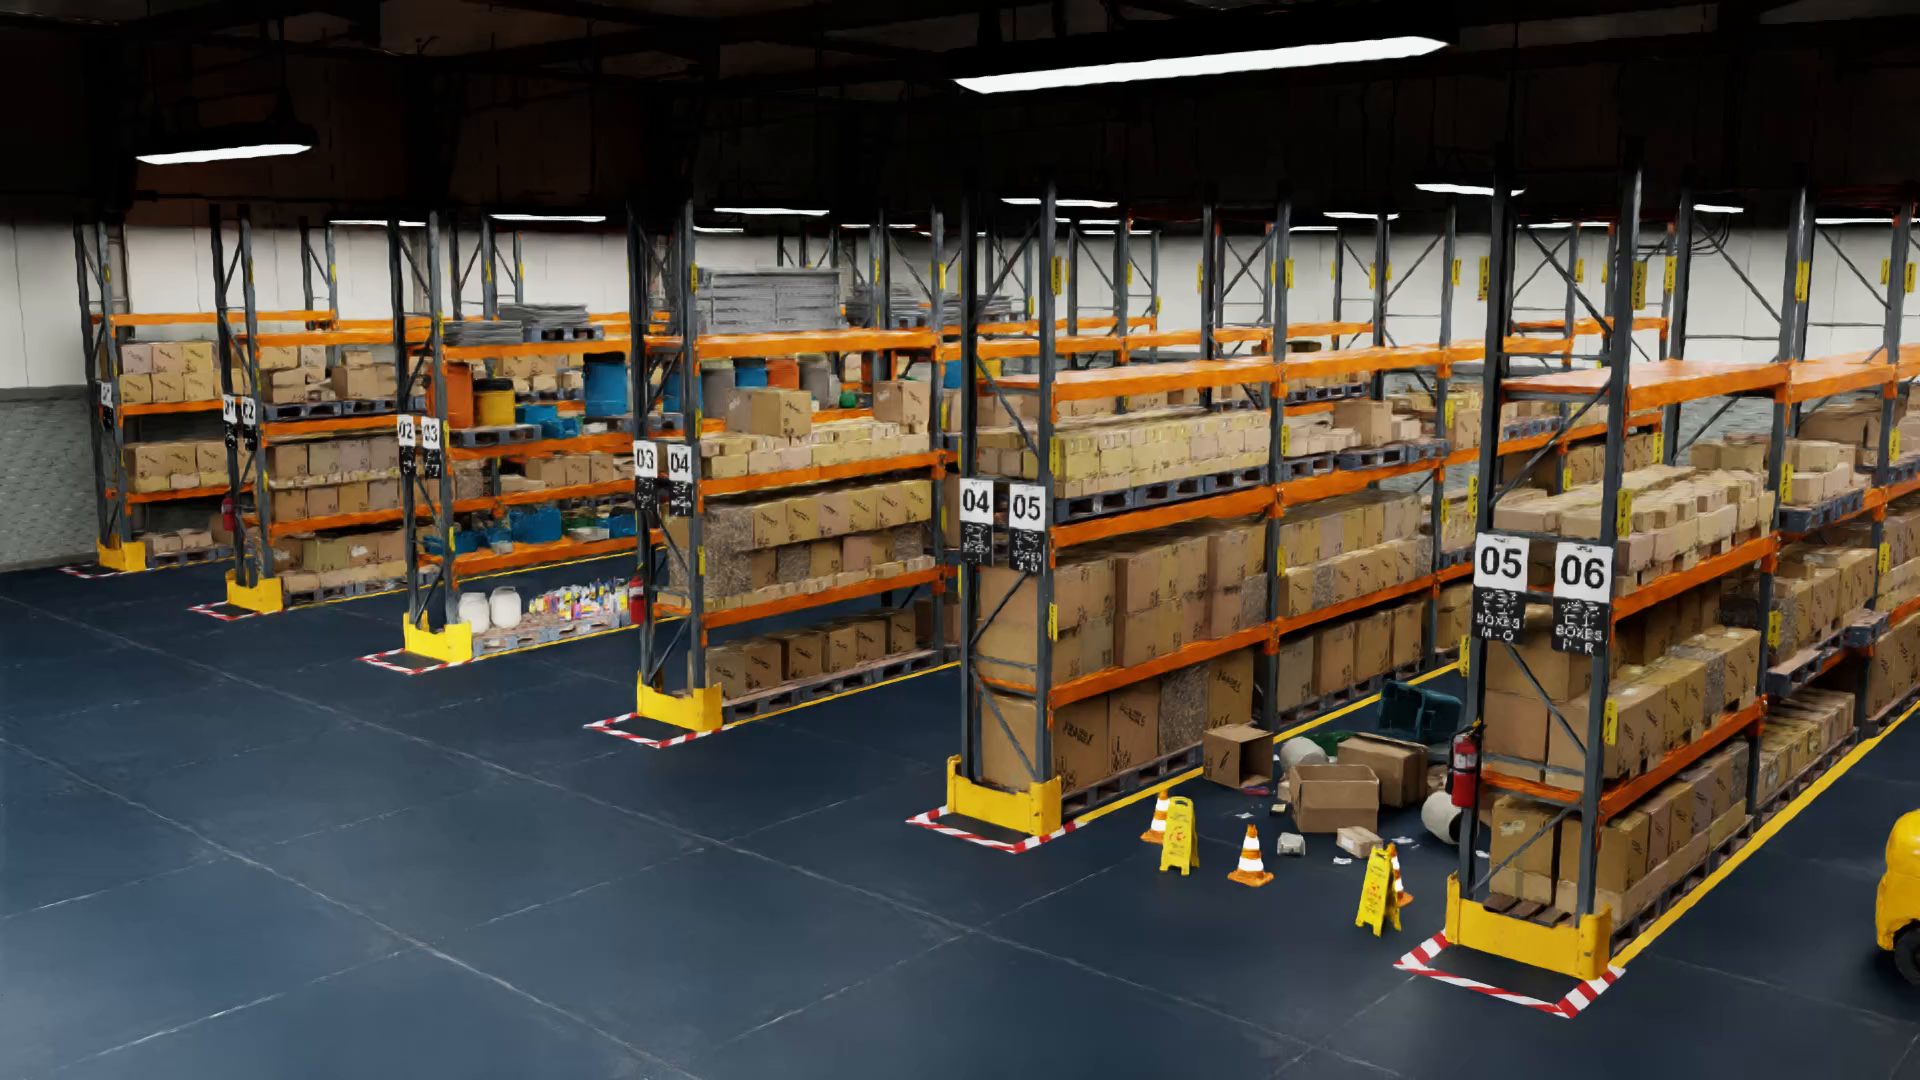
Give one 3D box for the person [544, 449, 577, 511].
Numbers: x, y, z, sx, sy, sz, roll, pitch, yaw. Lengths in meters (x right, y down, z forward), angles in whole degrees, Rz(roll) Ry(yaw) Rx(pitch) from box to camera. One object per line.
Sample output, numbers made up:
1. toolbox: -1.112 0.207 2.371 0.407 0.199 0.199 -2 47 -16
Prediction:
1. person: -7.543 -0.895 31.260 0.654 1.748 0.586 -3 10 -16
